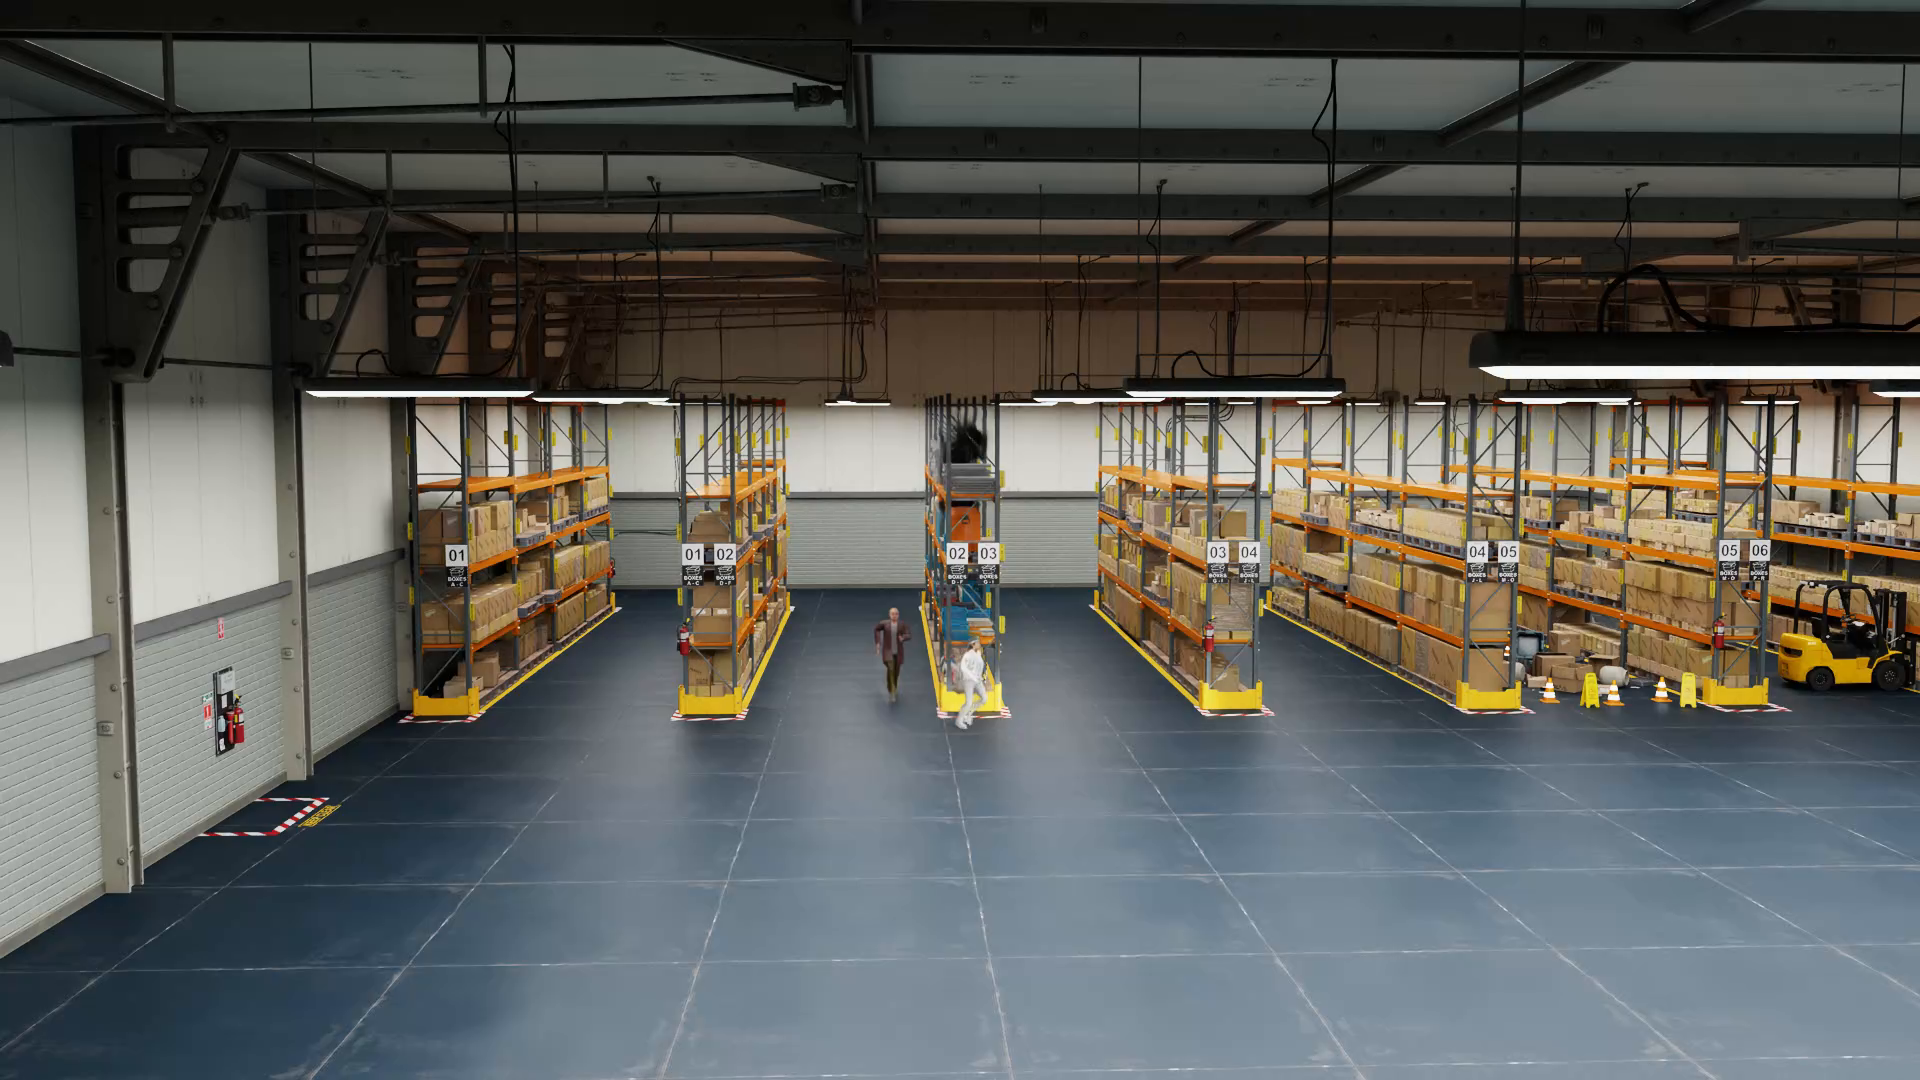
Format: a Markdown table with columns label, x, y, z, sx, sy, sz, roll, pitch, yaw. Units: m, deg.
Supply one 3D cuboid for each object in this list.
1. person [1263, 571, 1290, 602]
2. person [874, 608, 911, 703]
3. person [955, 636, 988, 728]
| label | x | y | z | sx | sy | sz | roll | pitch | yaw |
| --- | --- | --- | --- | --- | --- | --- | --- | --- | --- |
| person | 9.458 | 0.968 | 48.920 | 0.938 | 1.765 | 0.705 | 0 | 5 | -5 |
| person | -1.309 | 2.247 | 32.746 | 0.666 | 1.847 | 0.937 | -1 | 5 | -15 |
| person | 0.262 | 2.544 | 29.936 | 0.547 | 1.641 | 0.677 | 4 | 6 | 38 |
